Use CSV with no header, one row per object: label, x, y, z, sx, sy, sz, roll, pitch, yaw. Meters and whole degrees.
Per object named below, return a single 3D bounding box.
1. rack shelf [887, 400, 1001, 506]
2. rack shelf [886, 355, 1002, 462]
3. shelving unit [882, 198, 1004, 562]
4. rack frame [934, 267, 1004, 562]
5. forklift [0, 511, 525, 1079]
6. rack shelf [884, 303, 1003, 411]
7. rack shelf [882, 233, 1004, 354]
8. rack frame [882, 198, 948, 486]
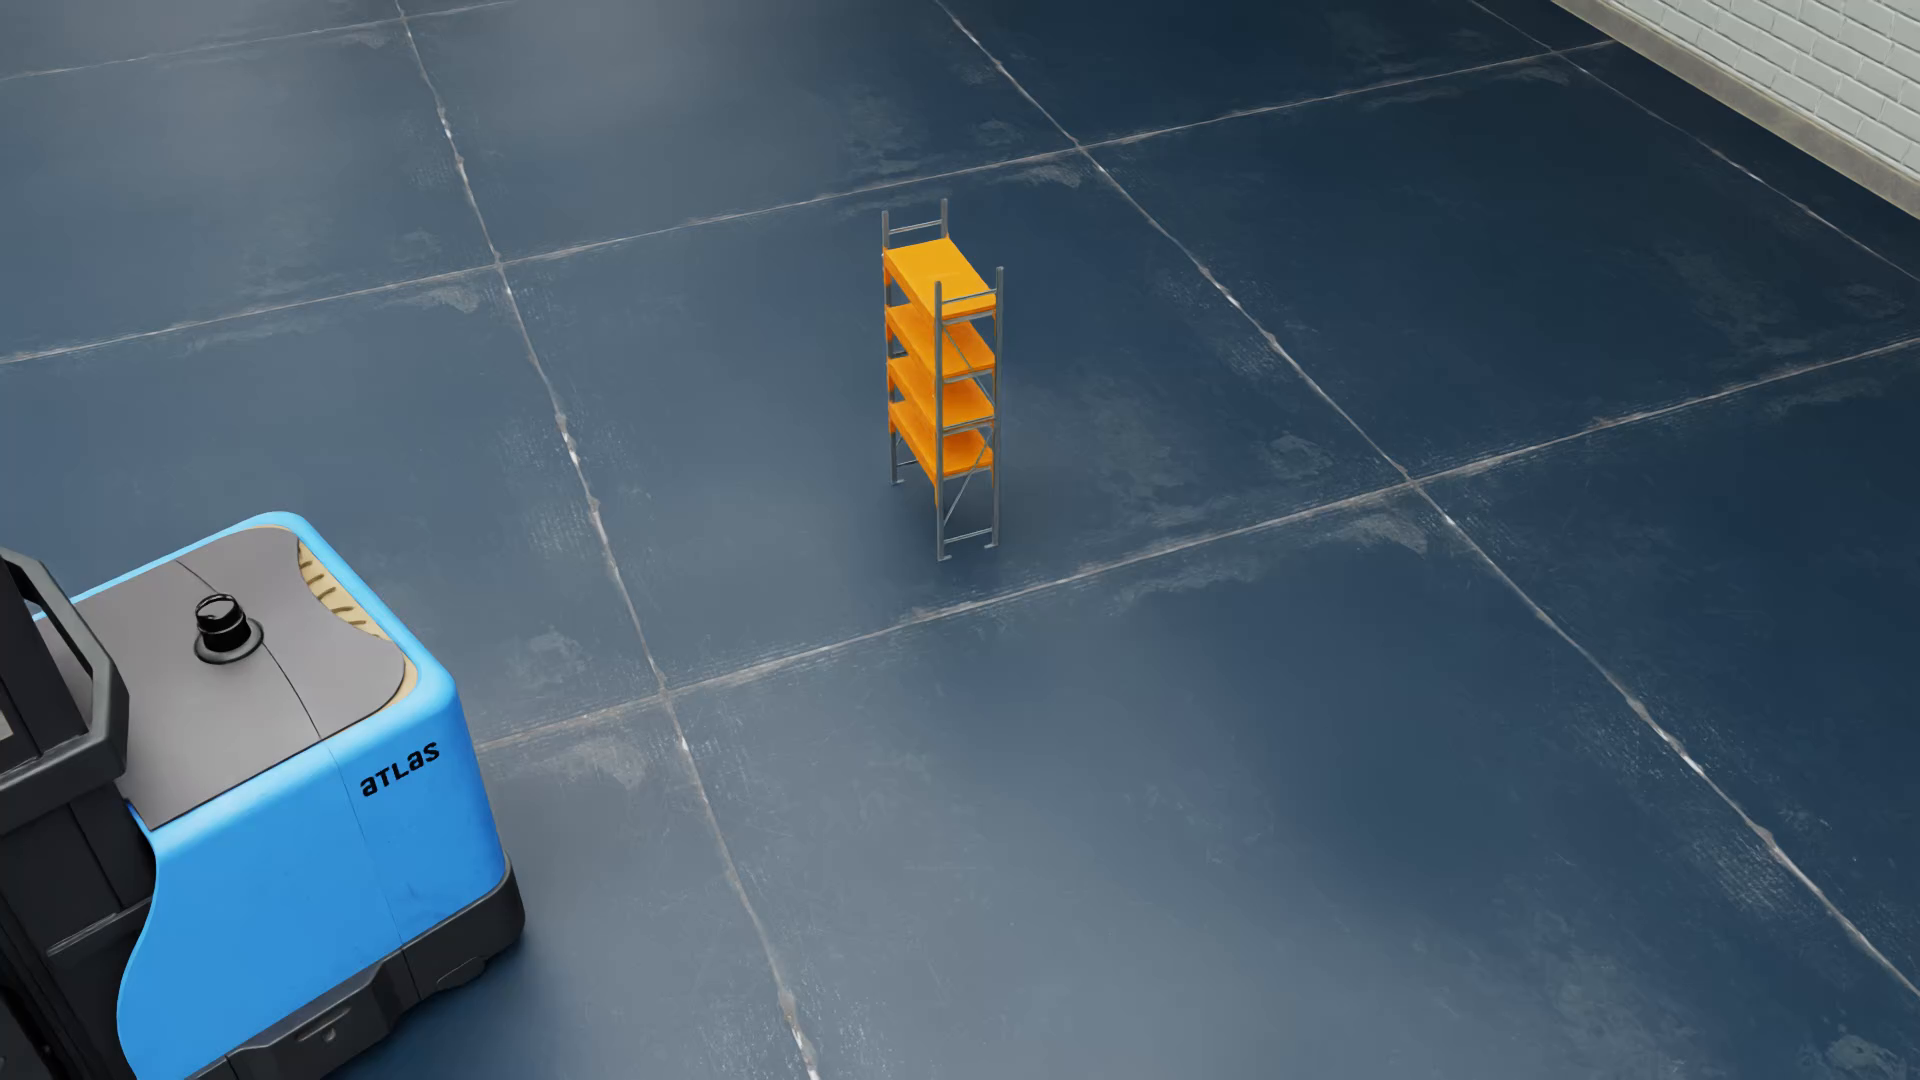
rack shelf,-0.063,-0.353,6.148,0.258,0.148,0.480,-15,43,-17
rack shelf,-0.063,-0.504,6.019,0.258,0.148,0.480,-15,43,-17
shelving unit,-0.063,-0.555,5.975,0.258,1.200,0.503,-15,43,-17
rack frame,0.030,-0.408,5.804,0.240,1.200,0.015,-15,43,-17
forklift,-2.700,0.471,3.454,3.031,2.935,1.130,-30,49,-30
rack shelf,-0.063,-0.673,5.873,0.258,0.148,0.480,-15,43,-17
rack shelf,-0.063,-0.853,5.719,0.258,0.148,0.480,-15,43,-17
rack frame,-0.157,-0.702,6.146,0.240,1.200,0.015,-15,43,-17
